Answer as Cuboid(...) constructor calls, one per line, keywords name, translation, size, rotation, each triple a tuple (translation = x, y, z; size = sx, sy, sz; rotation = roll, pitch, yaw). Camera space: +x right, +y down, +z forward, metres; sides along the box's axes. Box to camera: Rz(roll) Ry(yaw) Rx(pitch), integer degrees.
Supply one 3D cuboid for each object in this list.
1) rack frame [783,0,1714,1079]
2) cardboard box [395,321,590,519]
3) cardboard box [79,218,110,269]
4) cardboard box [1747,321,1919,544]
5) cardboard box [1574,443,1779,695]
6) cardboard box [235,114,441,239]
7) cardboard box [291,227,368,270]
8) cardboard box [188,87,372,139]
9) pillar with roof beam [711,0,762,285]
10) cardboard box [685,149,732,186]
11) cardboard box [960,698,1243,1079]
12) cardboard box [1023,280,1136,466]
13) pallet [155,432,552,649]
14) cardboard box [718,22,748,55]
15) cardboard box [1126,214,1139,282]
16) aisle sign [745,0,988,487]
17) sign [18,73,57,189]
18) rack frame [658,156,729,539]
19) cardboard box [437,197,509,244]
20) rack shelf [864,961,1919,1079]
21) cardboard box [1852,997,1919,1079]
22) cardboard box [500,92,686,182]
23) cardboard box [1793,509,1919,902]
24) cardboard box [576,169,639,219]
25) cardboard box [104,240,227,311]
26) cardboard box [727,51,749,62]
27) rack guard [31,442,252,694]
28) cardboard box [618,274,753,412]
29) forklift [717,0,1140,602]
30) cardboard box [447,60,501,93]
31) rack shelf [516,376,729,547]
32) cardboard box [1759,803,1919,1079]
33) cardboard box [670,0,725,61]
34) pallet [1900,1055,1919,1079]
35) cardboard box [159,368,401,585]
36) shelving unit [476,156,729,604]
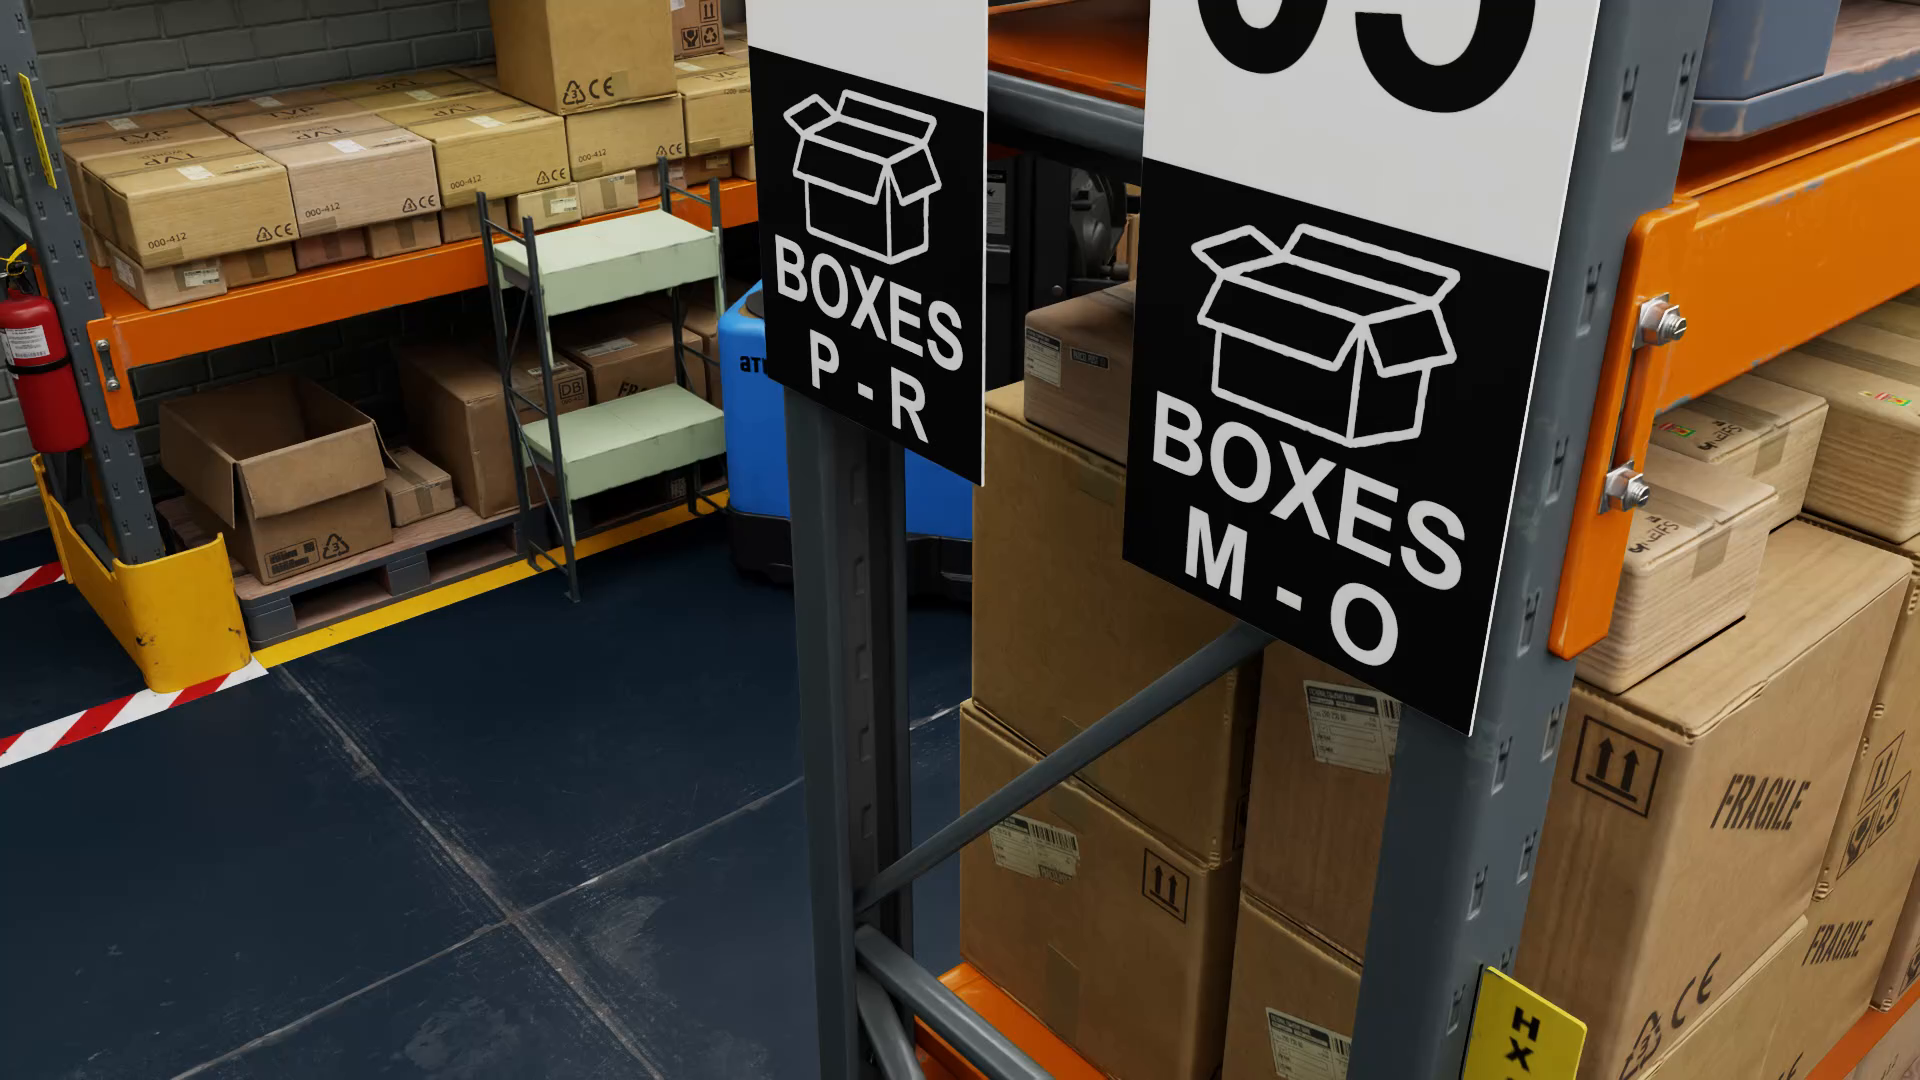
Cuboid(name="rack frame", translation=(0.150, 0.760, 2.145), size=(0.053, 2.616, 0.949), rotation=(-22, 35, -35))
Cuboid(name="cardboard box", translation=(-1.870, -0.501, 6.711), size=(0.500, 0.500, 0.700), rotation=(-20, 34, -33))
Cuboid(name="cardboard box", translation=(-2.994, -1.104, 5.900), size=(0.250, 0.149, 0.380), rotation=(-22, 35, -35))
Cuboid(name="cardboard box", translation=(1.027, -0.163, 2.018), size=(0.250, 0.149, 0.380), rotation=(-21, 34, -33))
Cuboid(name="cardboard box", translation=(0.602, -0.019, 1.748), size=(0.250, 0.149, 0.380), rotation=(-21, 35, -34))
Cuboid(name="cardboard box", translation=(-2.169, -1.279, 5.804), size=(0.500, 0.250, 0.500), rotation=(-21, 35, -34))
Cuboid(name="cardboard box", translation=(-2.303, -1.096, 5.884), size=(0.250, 0.149, 0.380), rotation=(-22, 35, -36))
Cuboid(name="cardboard box", translation=(-2.501, -1.475, 6.172), size=(0.500, 0.250, 0.500), rotation=(-22, 35, -35))
Cuboid(name="pillar with roof beam", translation=(1.650, -3.453, 3.664), size=(0.400, 9.000, 9.100), rotation=(-22, 35, -35))
Cuboid(name="cardboard box", translation=(-1.136, -1.569, 6.769), size=(0.250, 0.149, 0.380), rotation=(-21, 35, -34))
Cuboid(name="cardboard box", translation=(0.347, 0.475, 2.573), size=(0.500, 0.500, 0.500), rotation=(-22, 35, -35))
Cuboid(name="cardboard box", translation=(0.295, -0.191, 2.070), size=(0.250, 0.149, 0.380), rotation=(-21, 35, -34))
Cuboid(name="pallet", translation=(-2.409, -0.055, 6.629), size=(1.213, 0.211, 1.003), rotation=(-22, 35, -35))
Cuboid(name="cardboard box", translation=(-0.958, -2.095, 7.332), size=(0.500, 0.250, 0.500), rotation=(-22, 35, -35))
Cuboid(name="cardboard box", translation=(0.883, -1.557, 8.688), size=(0.500, 0.500, 0.500), rotation=(-22, 35, -36))
Cuboid(name="aisle sign", translation=(-0.104, -0.474, 1.697), size=(0.004, 0.787, 0.394), rotation=(-22, 35, -35))
Cuboid(name="sign", translation=(-2.720, -1.204, 4.903), size=(0.005, 0.325, 0.100), rotation=(-22, 35, -35))
Cuboid(name="rack frame", translation=(-1.007, -0.714, 6.494), size=(0.023, 1.500, 0.400), rotation=(-21, 35, -34))
Cuboid(name="cardboard box", translation=(-1.873, -1.234, 6.144), size=(0.250, 0.149, 0.380), rotation=(-21, 35, -34))
Cuboid(name="rack shelf", translation=(1.674, 0.467, 3.457), size=(4.000, 0.370, 1.077), rotation=(-22, 35, -35))
Cuboid(name="cardboard box", translation=(1.967, 0.910, 4.137), size=(0.875, 0.438, 0.875), rotation=(-23, 36, -36))
Cuboid(name="cardboard box", translation=(-1.410, -1.599, 6.403), size=(0.500, 0.250, 0.500), rotation=(-23, 36, -36))
Cuboid(name="cardboard box", translation=(1.091, 0.071, 2.267), size=(0.500, 0.500, 0.500), rotation=(-23, 36, -36))
Cuboid(name="cardboard box", translation=(-1.445, -1.373, 6.403), size=(0.250, 0.149, 0.380), rotation=(-21, 35, -34))
Cuboid(name="cardboard box", translation=(-2.644, -0.909, 5.534), size=(0.250, 0.149, 0.380), rotation=(-22, 35, -35))
Cuboid(name="cardboard box", translation=(-0.630, -1.904, 6.974), size=(0.500, 0.250, 0.500), rotation=(-22, 35, -35))
Cuboid(name="rack guard", translation=(-3.014, 0.062, 6.103), size=(0.348, 0.500, 1.175), rotation=(-22, 35, -35))
Cuboid(name="cardboard box", translation=(-1.080, -0.818, 7.305), size=(0.500, 0.500, 0.700), rotation=(-23, 36, -37))
Cuboid(name="forklift", translation=(0.681, -1.192, 5.871), size=(3.031, 2.935, 1.130), rotation=(7, 29, 12))
Cuboid(name="cardboard box", translation=(-1.724, -1.785, 6.751), size=(0.500, 0.250, 0.500), rotation=(-22, 35, -35))
Cuboid(name="rack shelf", translation=(-1.291, -0.318, 6.445), size=(0.720, 0.370, 0.431), rotation=(-21, 35, -34))
Cuboid(name="cardboard box", translation=(1.070, 0.509, 2.509), size=(0.500, 0.500, 0.500), rotation=(-22, 35, -36))
Cuboid(name="cardboard box", translation=(-1.335, -2.276, 6.875), size=(0.500, 0.500, 0.500), rotation=(-23, 36, -36))
Cuboid(name="pallet", translation=(1.637, 1.347, 4.005), size=(1.213, 0.211, 1.003), rotation=(-22, 35, -35))
Cuboid(name="cardboard box", translation=(-2.545, -0.254, 6.247), size=(0.637, 0.503, 0.797), rotation=(-24, 36, -37))
Cuboid(name="shelving unit", translation=(-1.291, -0.605, 6.291), size=(0.755, 1.500, 0.431), rotation=(-21, 35, -34))
